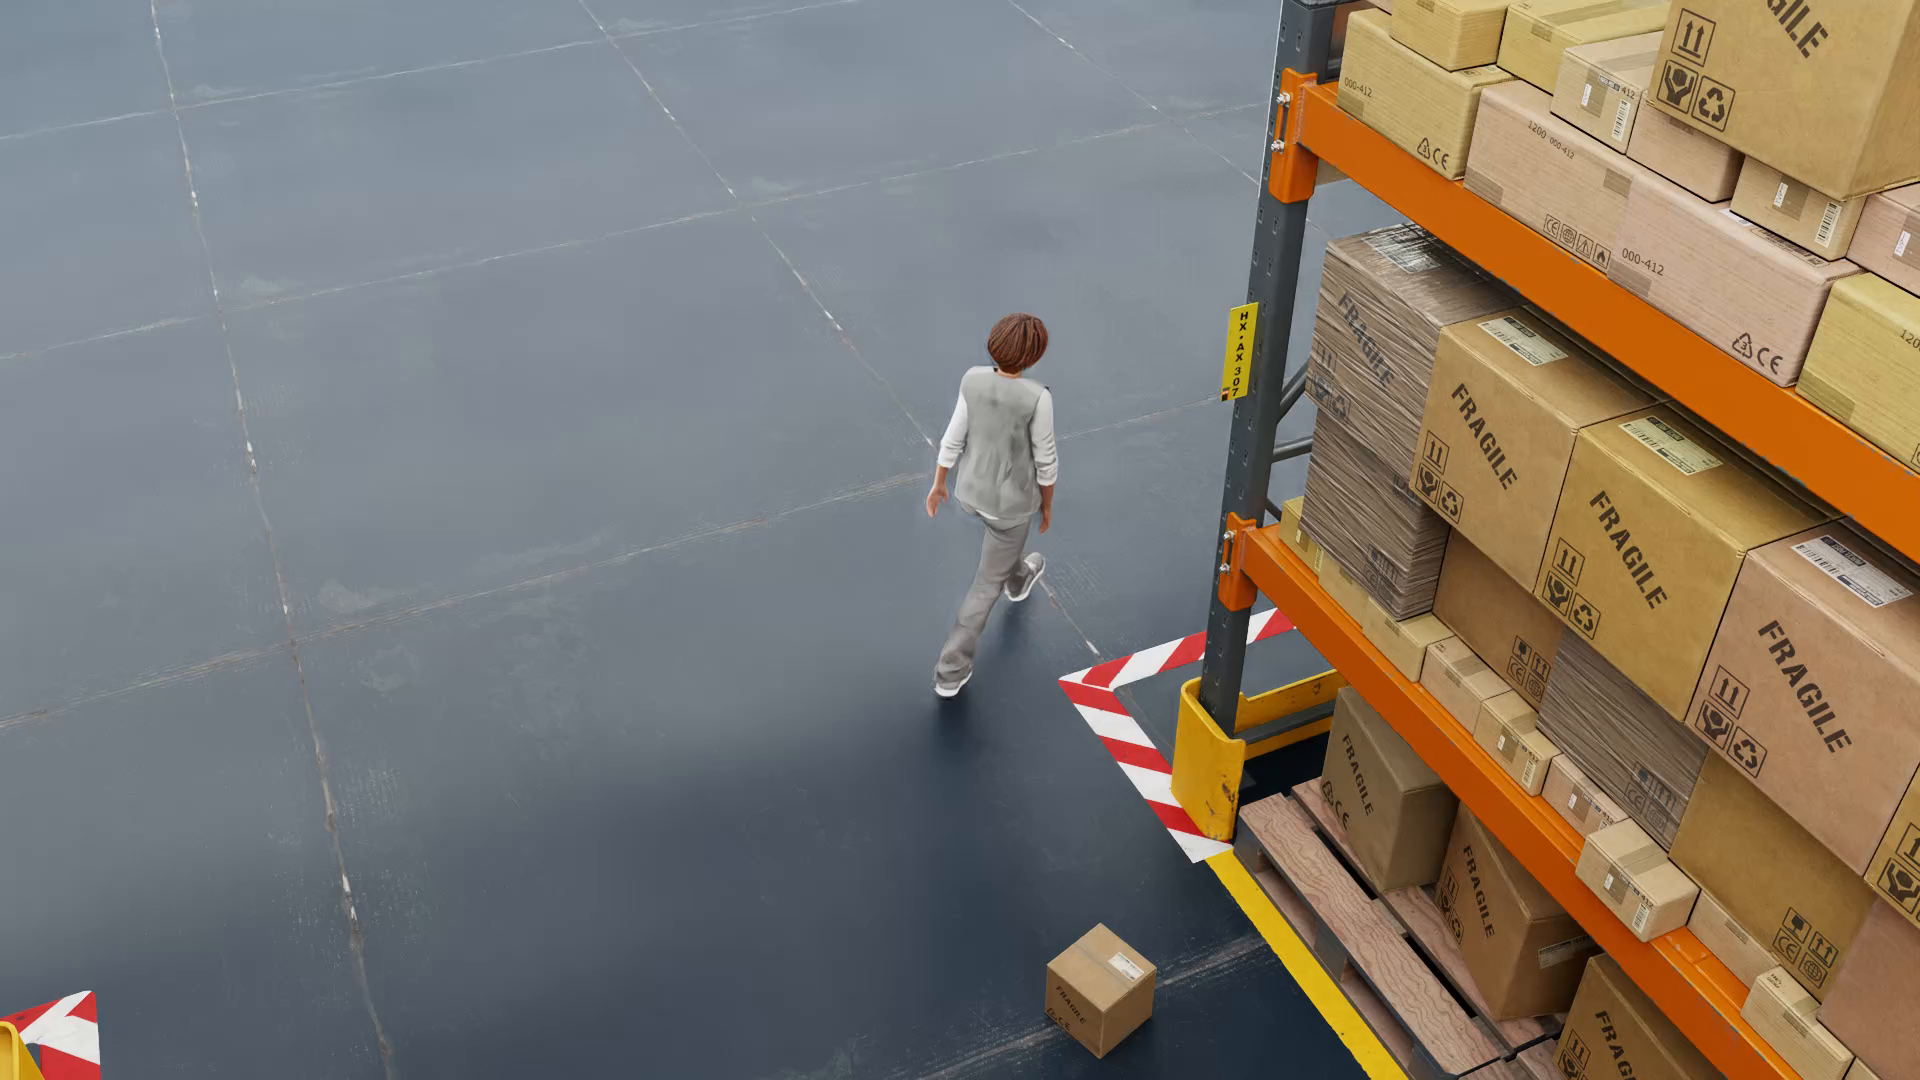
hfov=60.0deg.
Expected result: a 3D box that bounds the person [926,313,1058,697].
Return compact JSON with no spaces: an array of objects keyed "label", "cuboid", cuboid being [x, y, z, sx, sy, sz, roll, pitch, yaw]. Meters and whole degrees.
[{"label":"person","cuboid":[0.159,-0.199,6.424,0.491,1.527,0.980,24,44,28]}]
